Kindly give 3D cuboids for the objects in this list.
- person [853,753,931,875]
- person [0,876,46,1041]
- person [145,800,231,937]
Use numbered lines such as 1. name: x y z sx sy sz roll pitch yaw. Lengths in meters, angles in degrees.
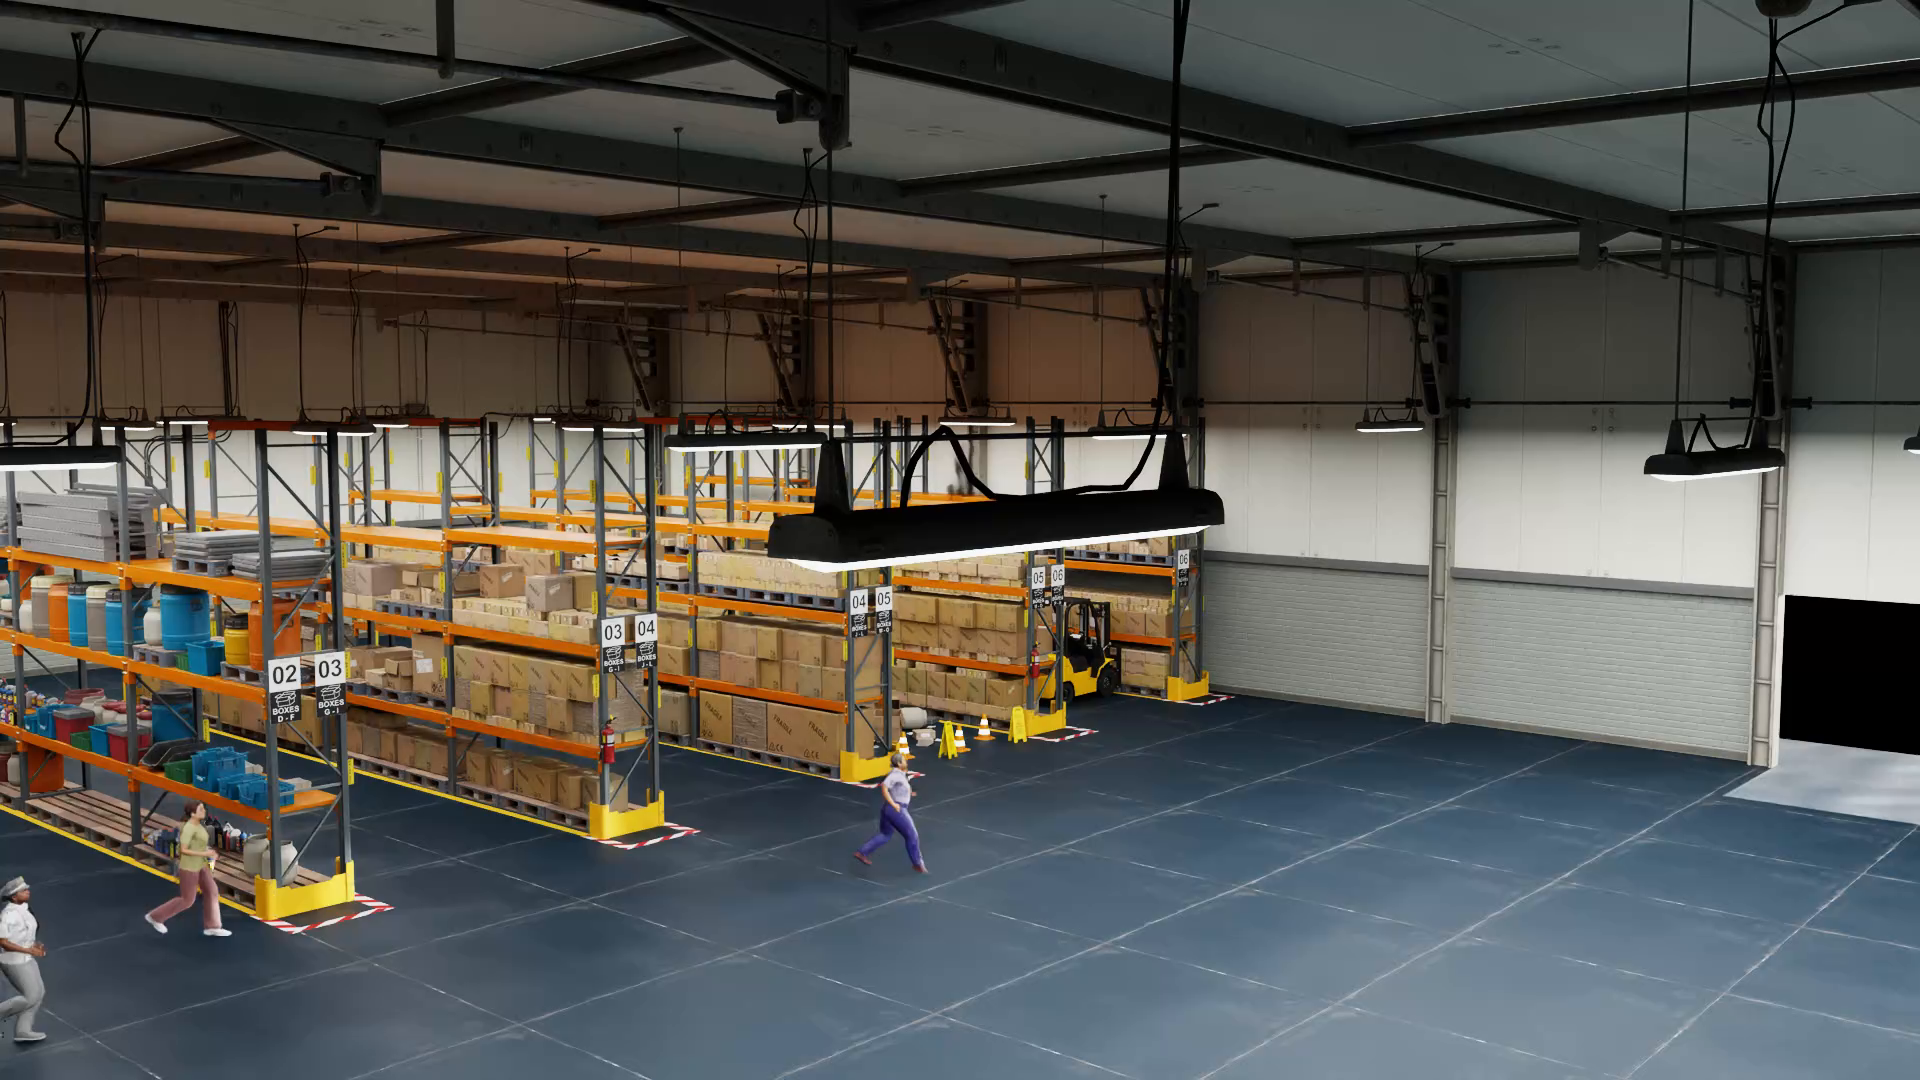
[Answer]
1. person: -0.900 3.684 22.263 1.007 1.691 0.574 -2 5 -20
2. person: -9.341 4.138 16.423 0.589 1.655 0.562 -2 5 -20
3. person: -9.100 3.880 19.569 0.923 1.663 0.566 -1 5 -11
